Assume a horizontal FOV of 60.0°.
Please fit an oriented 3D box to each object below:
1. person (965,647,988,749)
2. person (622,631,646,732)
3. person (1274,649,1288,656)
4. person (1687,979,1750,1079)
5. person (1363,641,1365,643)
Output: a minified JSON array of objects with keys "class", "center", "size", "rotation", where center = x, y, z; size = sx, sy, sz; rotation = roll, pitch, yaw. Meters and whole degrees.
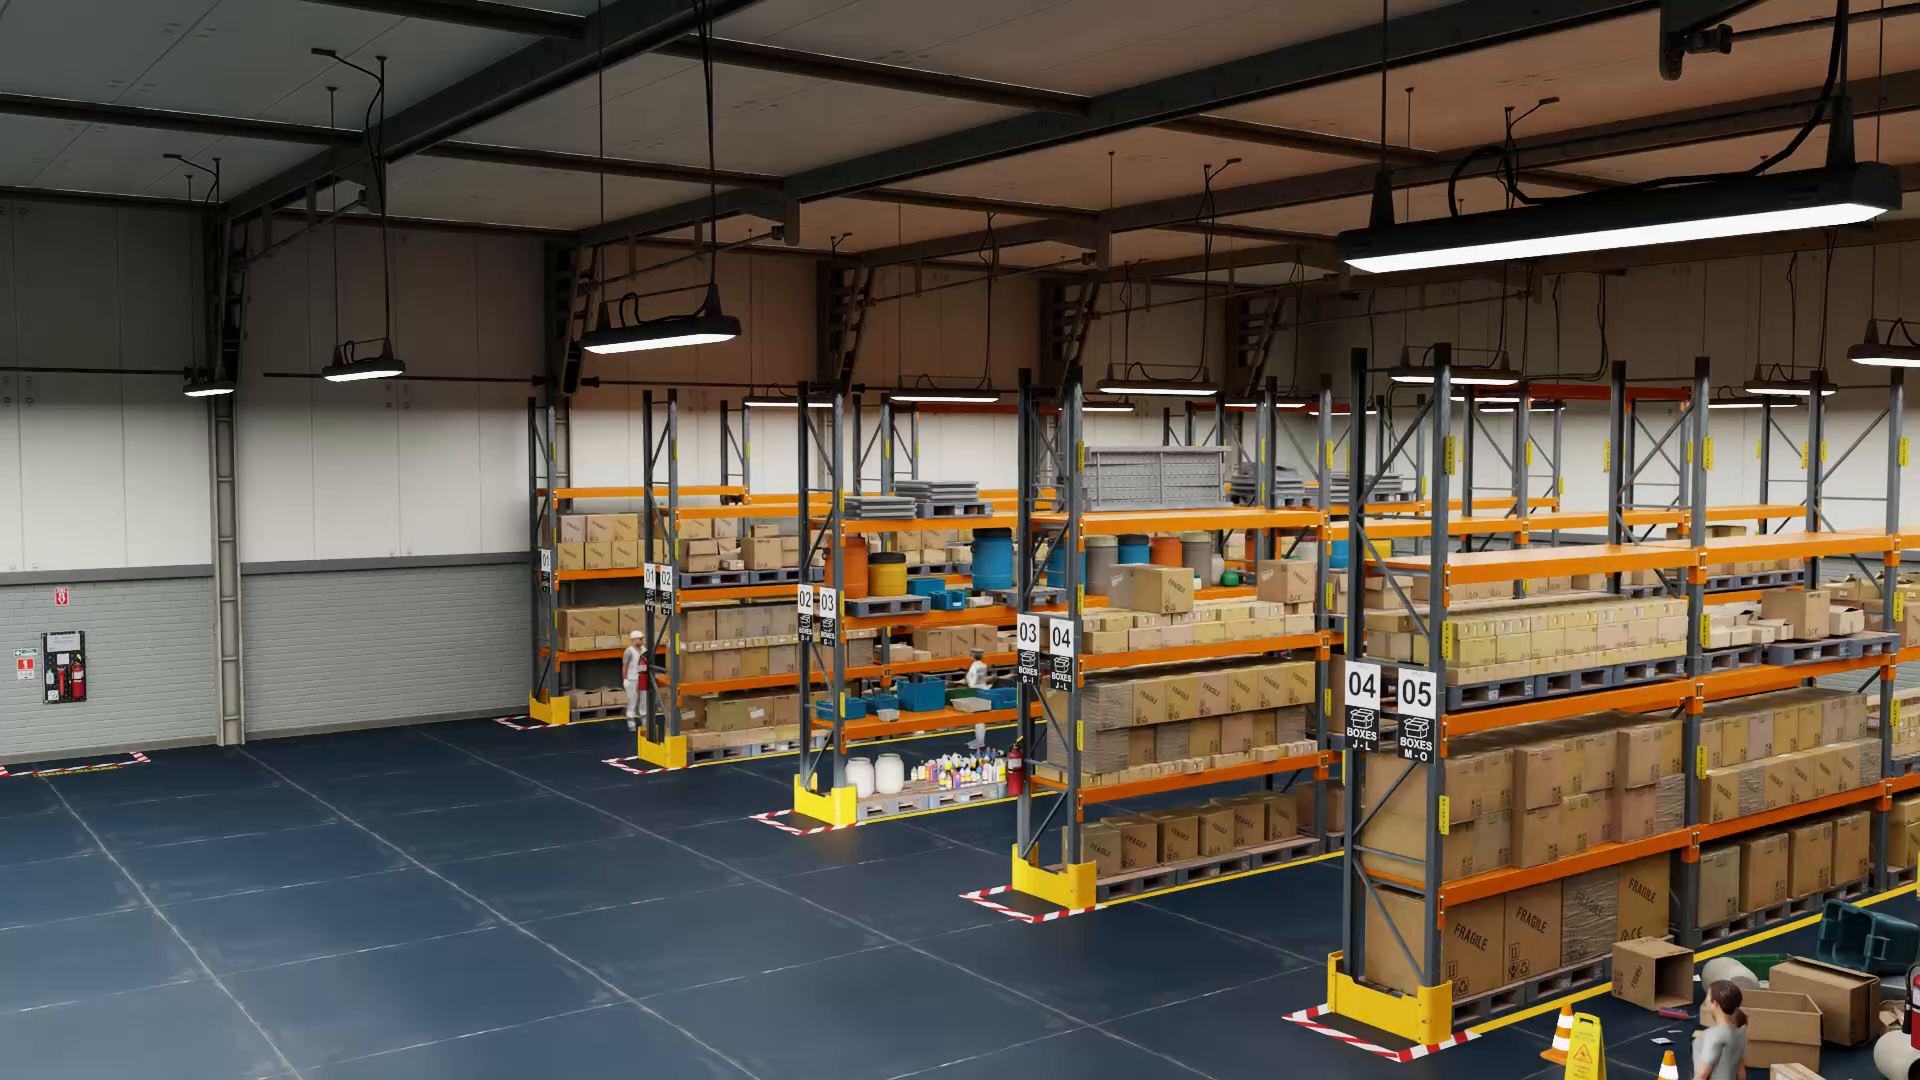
[{"class":"person","center":[0.292,2.663,28.142],"size":[0.376,1.681,0.504],"rotation":[1,4,21]},{"class":"person","center":[-5.730,2.532,29.649],"size":[0.406,1.828,0.561],"rotation":[2,4,34]},{"class":"person","center":[6.288,2.383,32.228],"size":[0.610,1.725,0.366],"rotation":[-1,4,-21]},{"class":"person","center":[4.971,3.699,10.933],"size":[1.040,1.627,0.419],"rotation":[2,4,27]},{"class":"person","center":[9.554,2.026,39.700],"size":[0.533,1.726,0.427],"rotation":[3,4,40]}]
